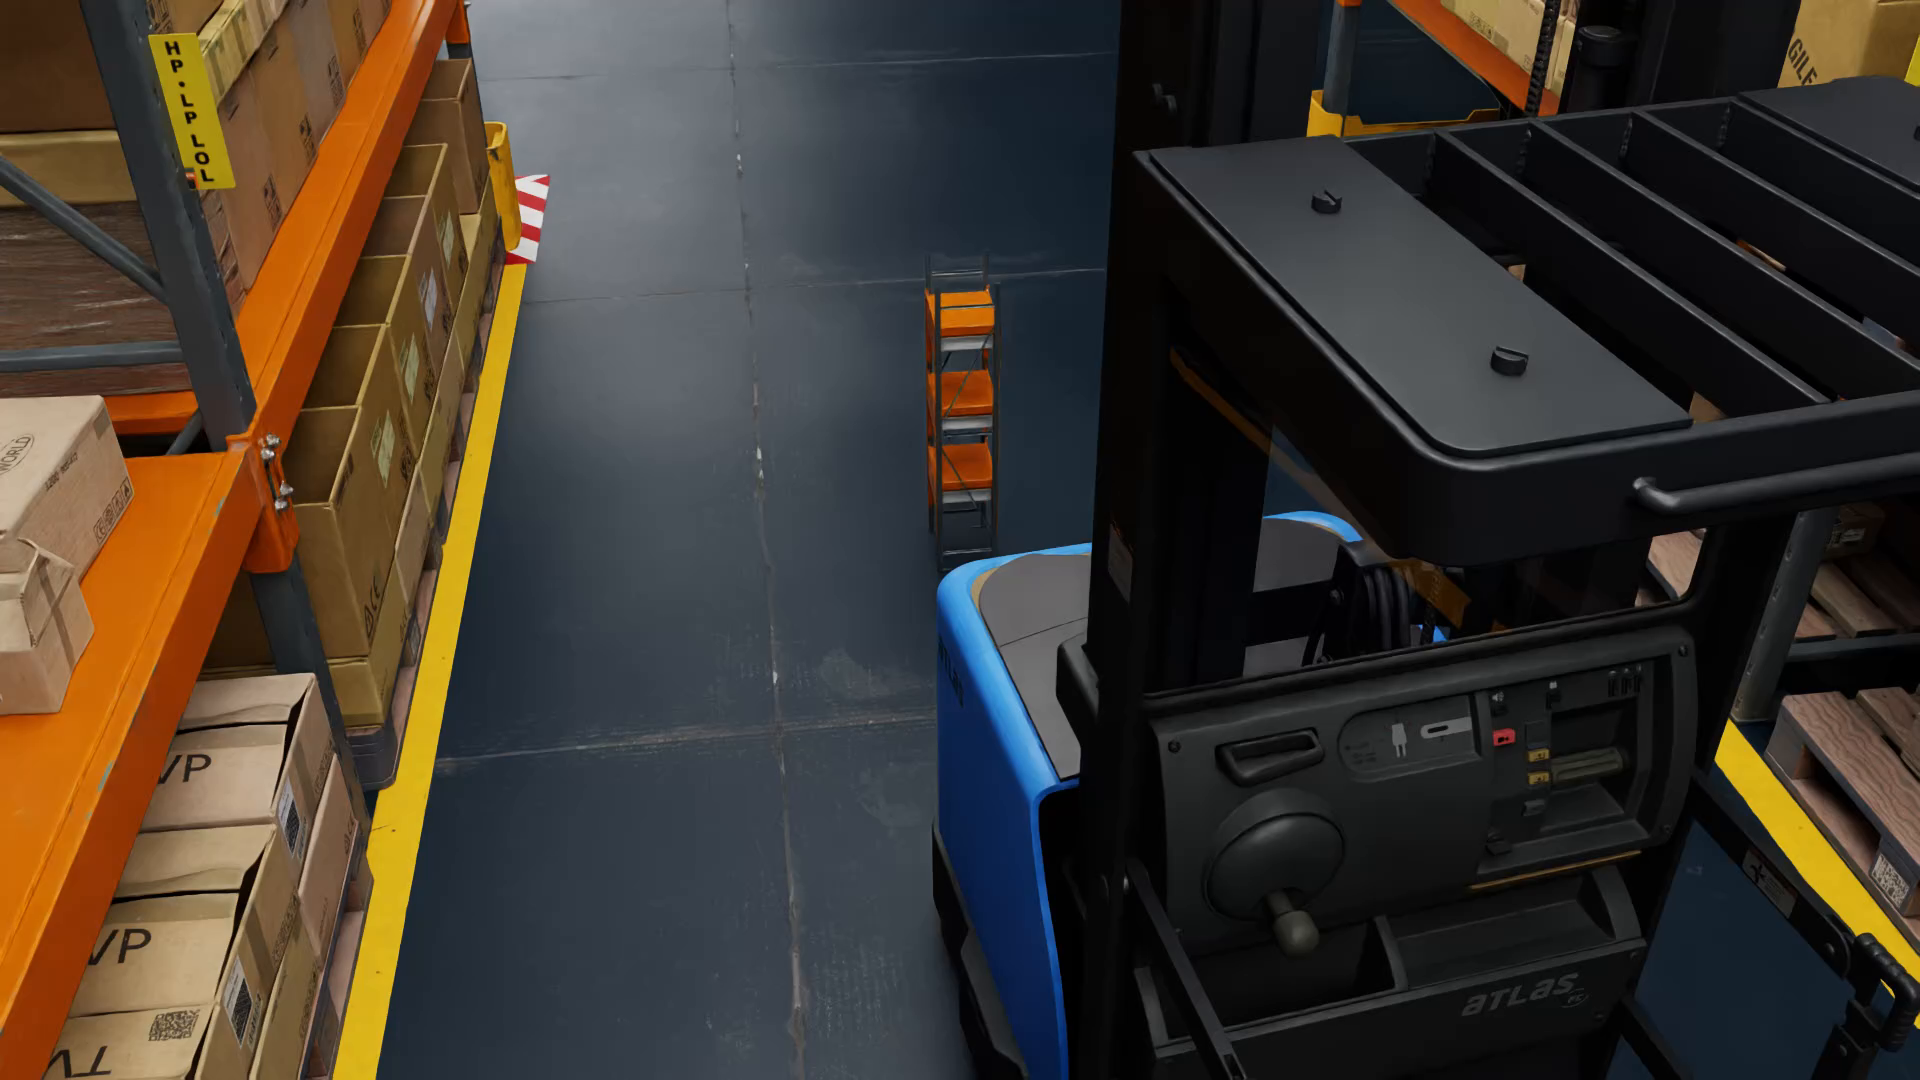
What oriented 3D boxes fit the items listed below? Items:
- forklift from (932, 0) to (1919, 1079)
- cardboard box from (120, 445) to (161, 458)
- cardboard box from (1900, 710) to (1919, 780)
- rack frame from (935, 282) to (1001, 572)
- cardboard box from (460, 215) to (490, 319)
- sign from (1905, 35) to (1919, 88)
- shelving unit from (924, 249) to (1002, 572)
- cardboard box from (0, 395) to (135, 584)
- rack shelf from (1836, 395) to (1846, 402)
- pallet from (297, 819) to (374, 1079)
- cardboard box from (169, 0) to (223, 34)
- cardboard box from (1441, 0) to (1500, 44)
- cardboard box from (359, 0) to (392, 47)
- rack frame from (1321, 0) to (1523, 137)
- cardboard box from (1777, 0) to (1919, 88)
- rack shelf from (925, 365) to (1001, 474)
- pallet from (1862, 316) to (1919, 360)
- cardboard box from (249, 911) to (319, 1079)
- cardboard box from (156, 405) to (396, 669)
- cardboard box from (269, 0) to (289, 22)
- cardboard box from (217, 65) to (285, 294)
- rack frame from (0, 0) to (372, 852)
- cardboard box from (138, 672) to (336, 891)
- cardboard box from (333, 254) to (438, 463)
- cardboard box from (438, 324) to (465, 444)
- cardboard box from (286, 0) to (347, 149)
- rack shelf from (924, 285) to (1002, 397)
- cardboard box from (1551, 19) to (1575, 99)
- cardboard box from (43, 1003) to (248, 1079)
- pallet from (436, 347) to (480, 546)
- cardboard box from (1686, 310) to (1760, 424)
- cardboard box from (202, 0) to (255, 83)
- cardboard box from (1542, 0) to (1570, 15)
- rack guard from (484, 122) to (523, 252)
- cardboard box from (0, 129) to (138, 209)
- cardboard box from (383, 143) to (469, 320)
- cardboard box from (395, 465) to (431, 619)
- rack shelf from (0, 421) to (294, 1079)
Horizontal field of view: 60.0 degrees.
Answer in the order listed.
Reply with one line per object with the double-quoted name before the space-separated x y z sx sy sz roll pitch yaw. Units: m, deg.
"forklift" 0.812 0.460 2.472 1.130 2.935 3.031 -9 35 -13
"cardboard box" -2.449 -0.252 4.860 0.500 0.500 0.500 -4 35 -6
"cardboard box" 2.910 0.500 4.181 0.700 0.500 0.500 -3 34 -5
"rack frame" 0.024 -0.336 5.311 0.200 1.050 0.008 -4 35 -6
"cardboard box" -2.208 -1.098 6.766 0.500 0.250 0.500 -4 35 -6
"sign" 2.257 -1.073 3.892 0.100 0.325 0.005 -4 35 -6
"shelving unit" 0.007 -0.404 5.411 0.215 1.050 0.252 -4 35 -6
"cardboard box" -2.005 -0.050 3.293 0.500 0.250 0.500 -2 34 -3
"rack shelf" 3.063 0.653 2.767 1.077 0.370 4.000 -4 35 -6
"pallet" -1.976 1.177 3.835 1.003 0.211 1.213 -4 35 -6
"cardboard box" -2.249 -1.490 4.031 0.700 0.500 0.500 -4 35 -6
"cardboard box" 2.154 -2.069 6.238 0.500 0.250 0.500 -5 35 -7
"cardboard box" -2.527 -2.102 6.083 0.700 0.500 0.500 -4 34 -5
"rack frame" 2.256 -2.993 7.478 1.000 3.000 0.127 -4 35 -6
"cardboard box" 2.424 -1.257 4.380 0.500 0.500 0.500 -4 35 -6
"rack shelf" 0.007 -0.395 5.416 0.215 0.259 0.240 -4 35 -6
"pallet" 2.753 -0.244 3.614 1.003 0.211 1.213 -4 35 -6
"cardboard box" -1.705 1.071 3.583 0.500 0.250 0.500 -5 35 -7
"cardboard box" -1.866 -0.013 4.508 0.500 0.500 0.500 -4 35 -6
"cardboard box" -2.136 -1.576 4.734 0.380 0.149 0.250 -5 35 -8
"cardboard box" -2.257 -0.965 4.414 0.700 0.500 0.500 -5 35 -7
"rack frame" -2.114 -0.383 3.649 1.000 3.000 0.127 -4 35 -6
"cardboard box" -1.775 0.552 3.847 0.500 0.311 0.500 -4 35 -6
"cardboard box" -2.001 -0.571 5.327 0.500 0.500 0.500 -4 35 -6
"cardboard box" -2.073 -0.540 5.947 0.500 0.250 0.500 -4 35 -6
"cardboard box" -2.391 -1.531 5.245 0.700 0.500 0.500 -3 34 -5
"rack shelf" 0.007 -0.630 5.257 0.215 0.259 0.240 -4 35 -6
"cardboard box" 2.288 -1.506 5.412 0.500 0.250 0.500 -5 35 -7
"cardboard box" -1.635 1.121 3.013 0.500 0.311 0.500 -4 35 -7
"pallet" -2.347 -0.360 6.091 1.003 0.211 1.213 -4 35 -6
"cardboard box" 2.615 -0.485 5.628 0.500 0.500 0.500 -7 35 -10
"cardboard box" -2.065 -1.287 4.311 0.380 0.149 0.250 -5 35 -7
"cardboard box" 2.224 -2.107 5.628 0.500 0.500 0.500 -3 34 -5
"rack guard" -2.655 -1.596 7.648 1.175 0.500 0.348 -4 35 -6
"cardboard box" -1.958 -0.857 3.679 0.380 0.149 0.250 -4 35 -6
"cardboard box" -2.136 -1.129 6.146 0.500 0.500 0.500 -4 35 -6
"cardboard box" -1.938 0.018 5.128 0.500 0.250 0.500 -4 35 -6
"rack shelf" -1.845 1.030 2.214 1.077 0.370 4.000 -4 35 -6
